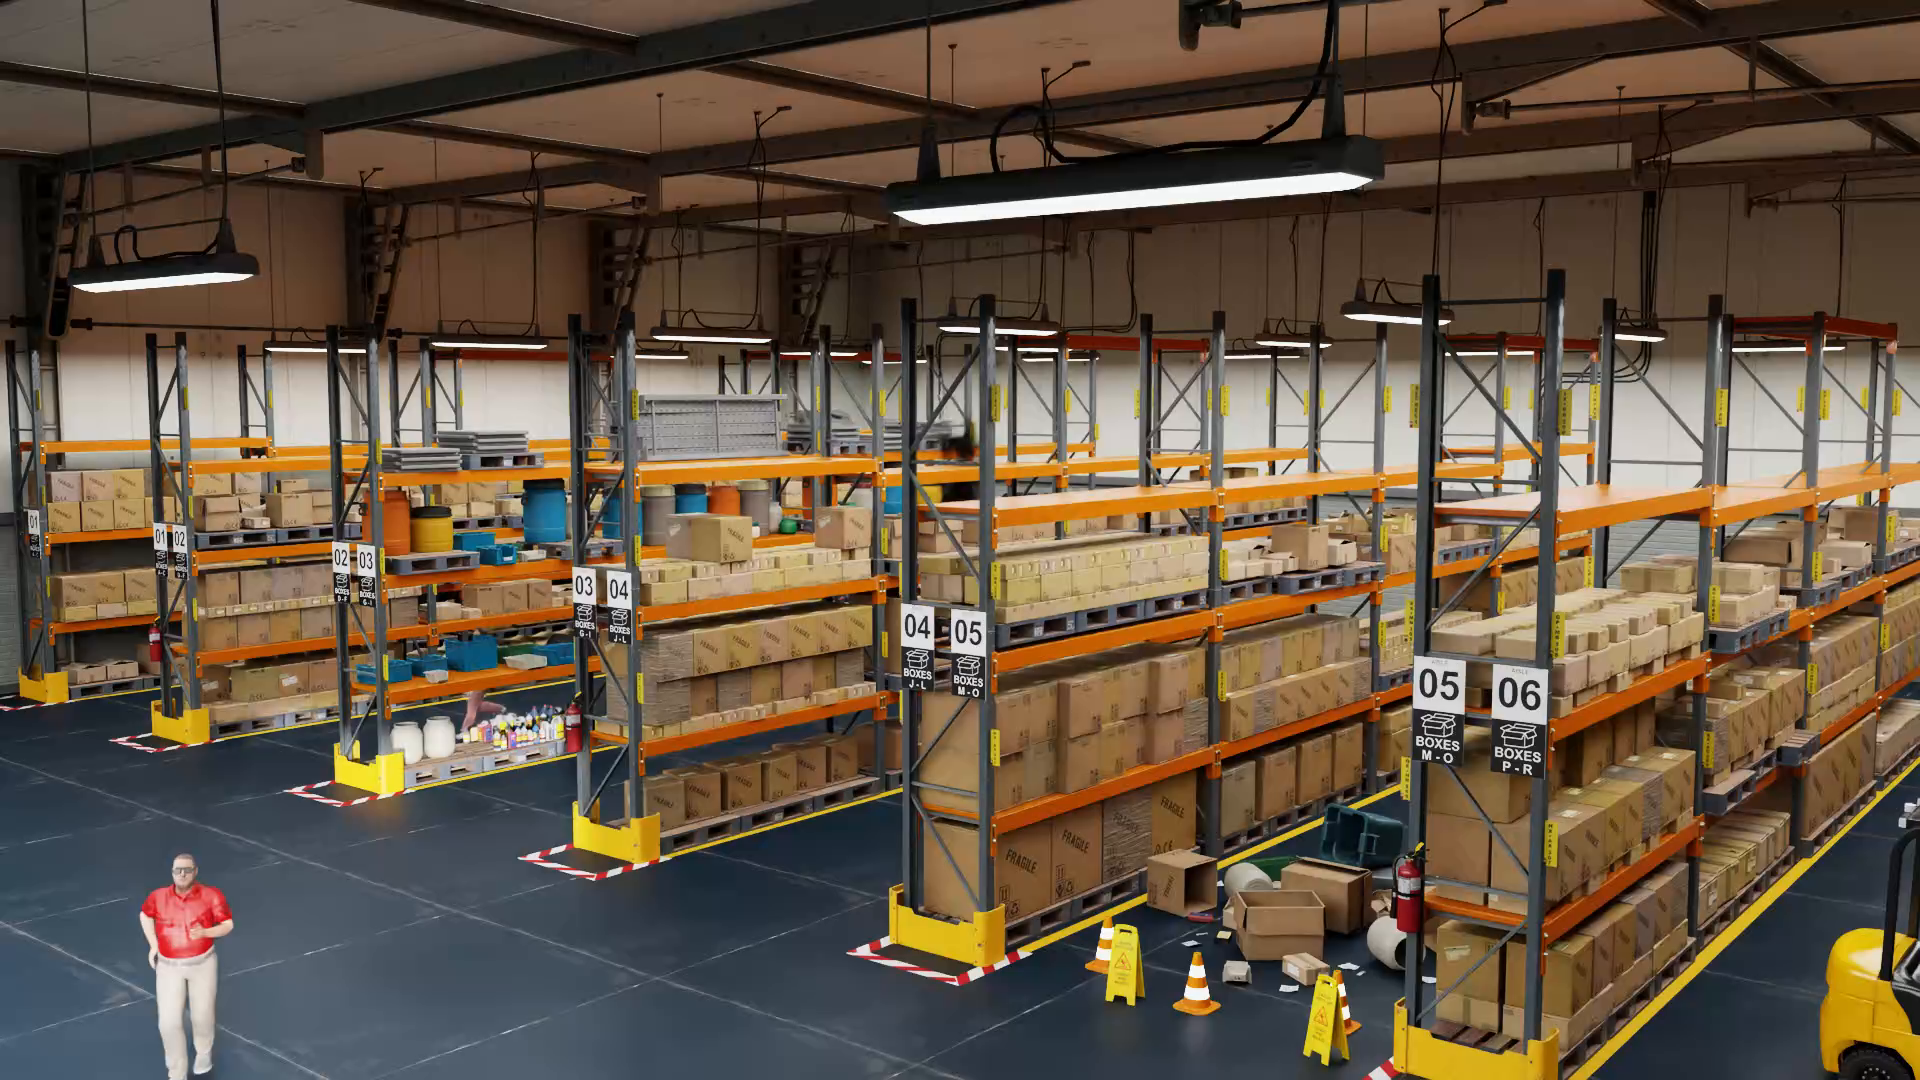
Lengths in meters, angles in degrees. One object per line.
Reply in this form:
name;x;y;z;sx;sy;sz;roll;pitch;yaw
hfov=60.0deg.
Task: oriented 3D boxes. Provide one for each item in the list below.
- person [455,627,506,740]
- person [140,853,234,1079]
person;-7.154;2.111;24.792;0.592;1.633;0.970;4;7;39
person;-5.702;3.204;12.285;0.643;1.792;0.765;-2;6;-22
